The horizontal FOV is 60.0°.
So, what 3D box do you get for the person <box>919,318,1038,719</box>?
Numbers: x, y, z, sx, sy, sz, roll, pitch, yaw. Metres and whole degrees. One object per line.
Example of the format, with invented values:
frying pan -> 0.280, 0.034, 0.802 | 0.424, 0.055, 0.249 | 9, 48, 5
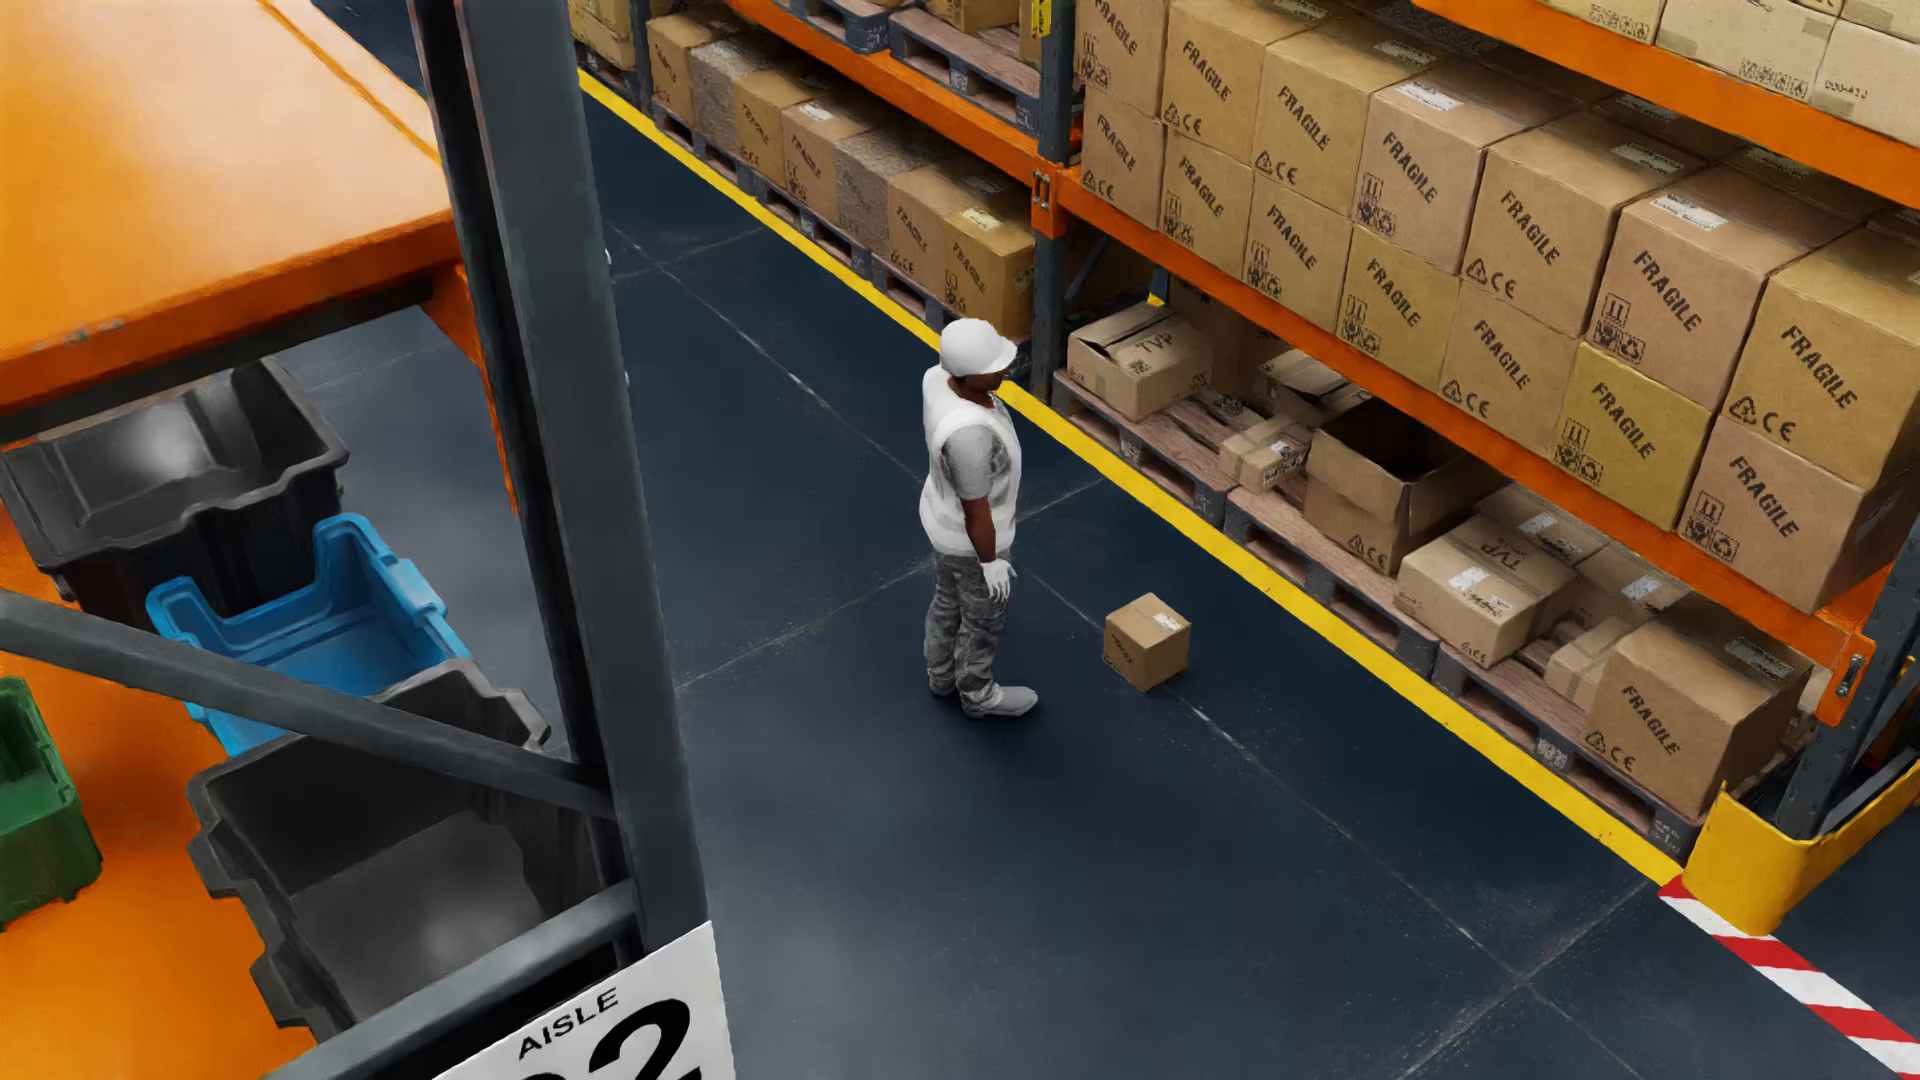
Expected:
person -> 0.072, -0.073, 6.186 | 0.436, 1.787, 0.651 | -9, 41, -10
